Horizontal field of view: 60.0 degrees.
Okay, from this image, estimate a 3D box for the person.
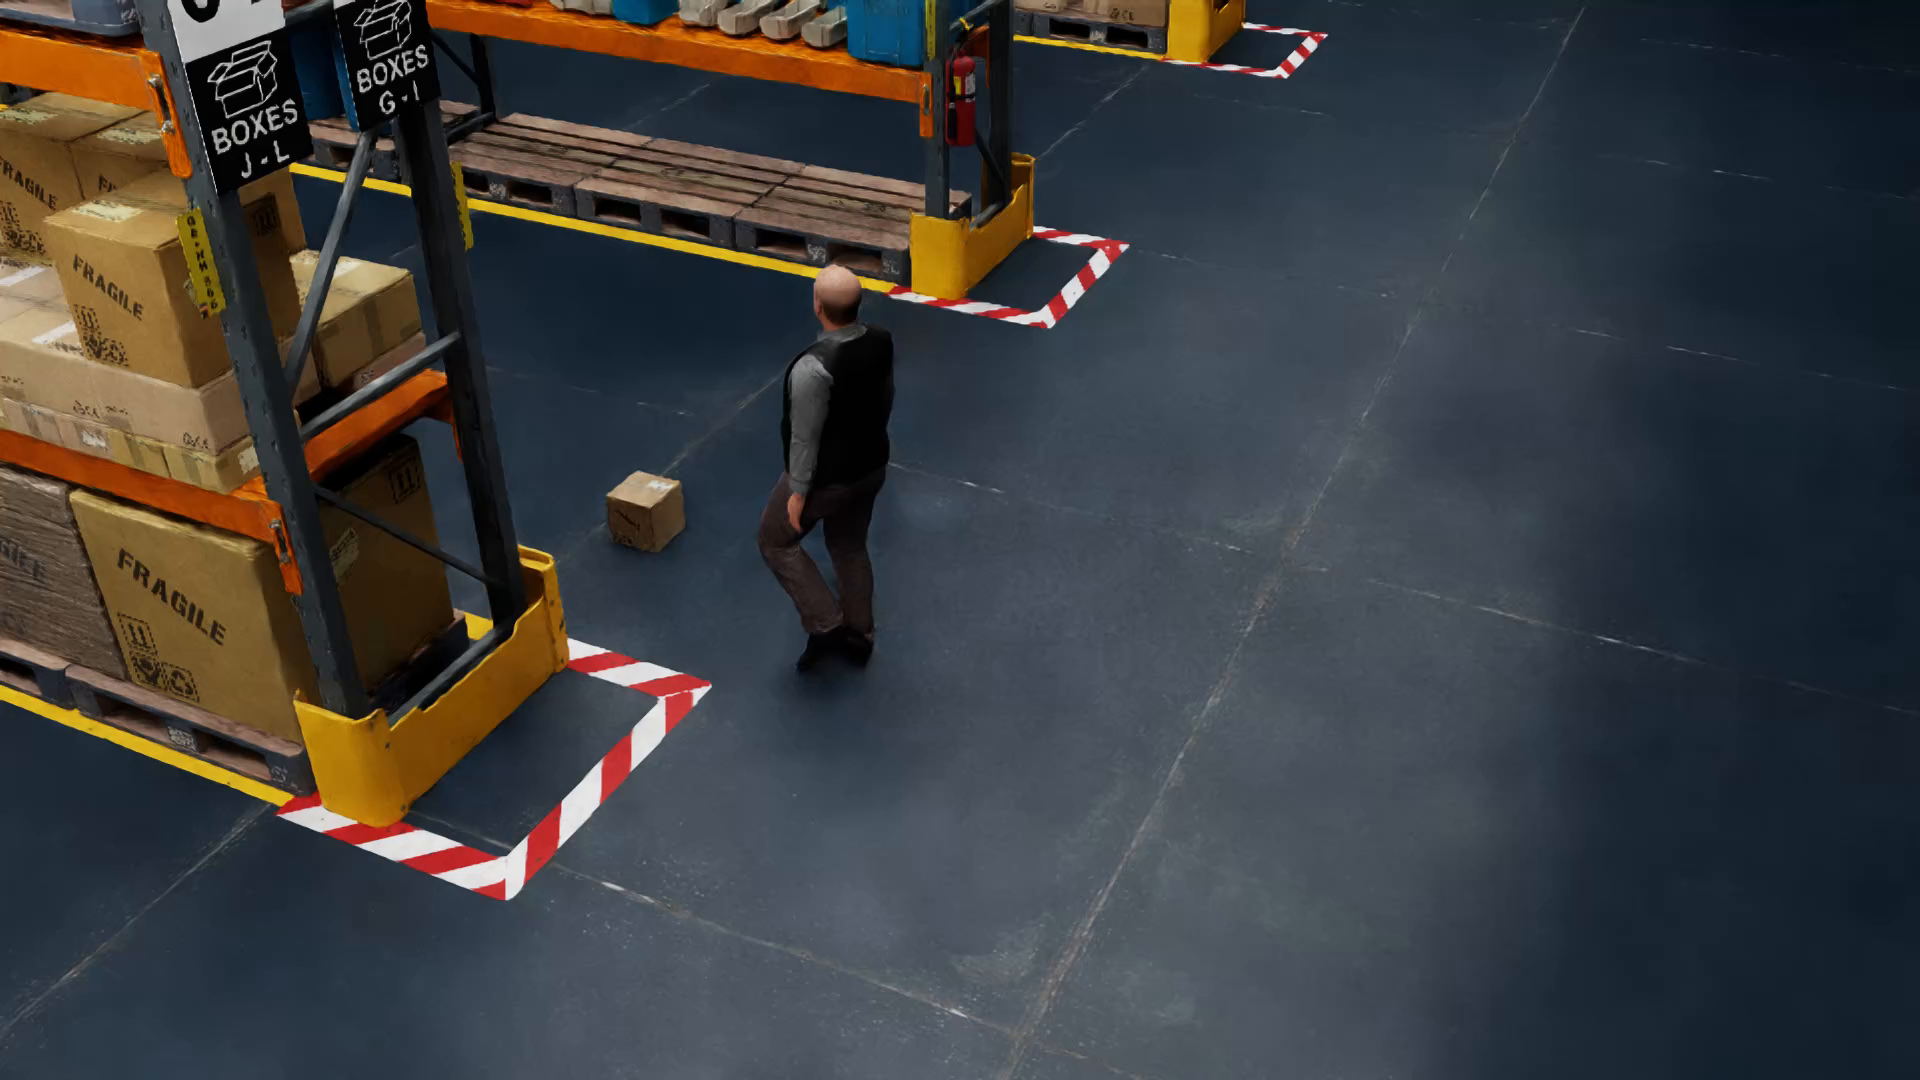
[{"bbox_3d":[-0.524,-0.280,6.564,0.447,1.740,0.581,25,41,33],"label":"person"}]
